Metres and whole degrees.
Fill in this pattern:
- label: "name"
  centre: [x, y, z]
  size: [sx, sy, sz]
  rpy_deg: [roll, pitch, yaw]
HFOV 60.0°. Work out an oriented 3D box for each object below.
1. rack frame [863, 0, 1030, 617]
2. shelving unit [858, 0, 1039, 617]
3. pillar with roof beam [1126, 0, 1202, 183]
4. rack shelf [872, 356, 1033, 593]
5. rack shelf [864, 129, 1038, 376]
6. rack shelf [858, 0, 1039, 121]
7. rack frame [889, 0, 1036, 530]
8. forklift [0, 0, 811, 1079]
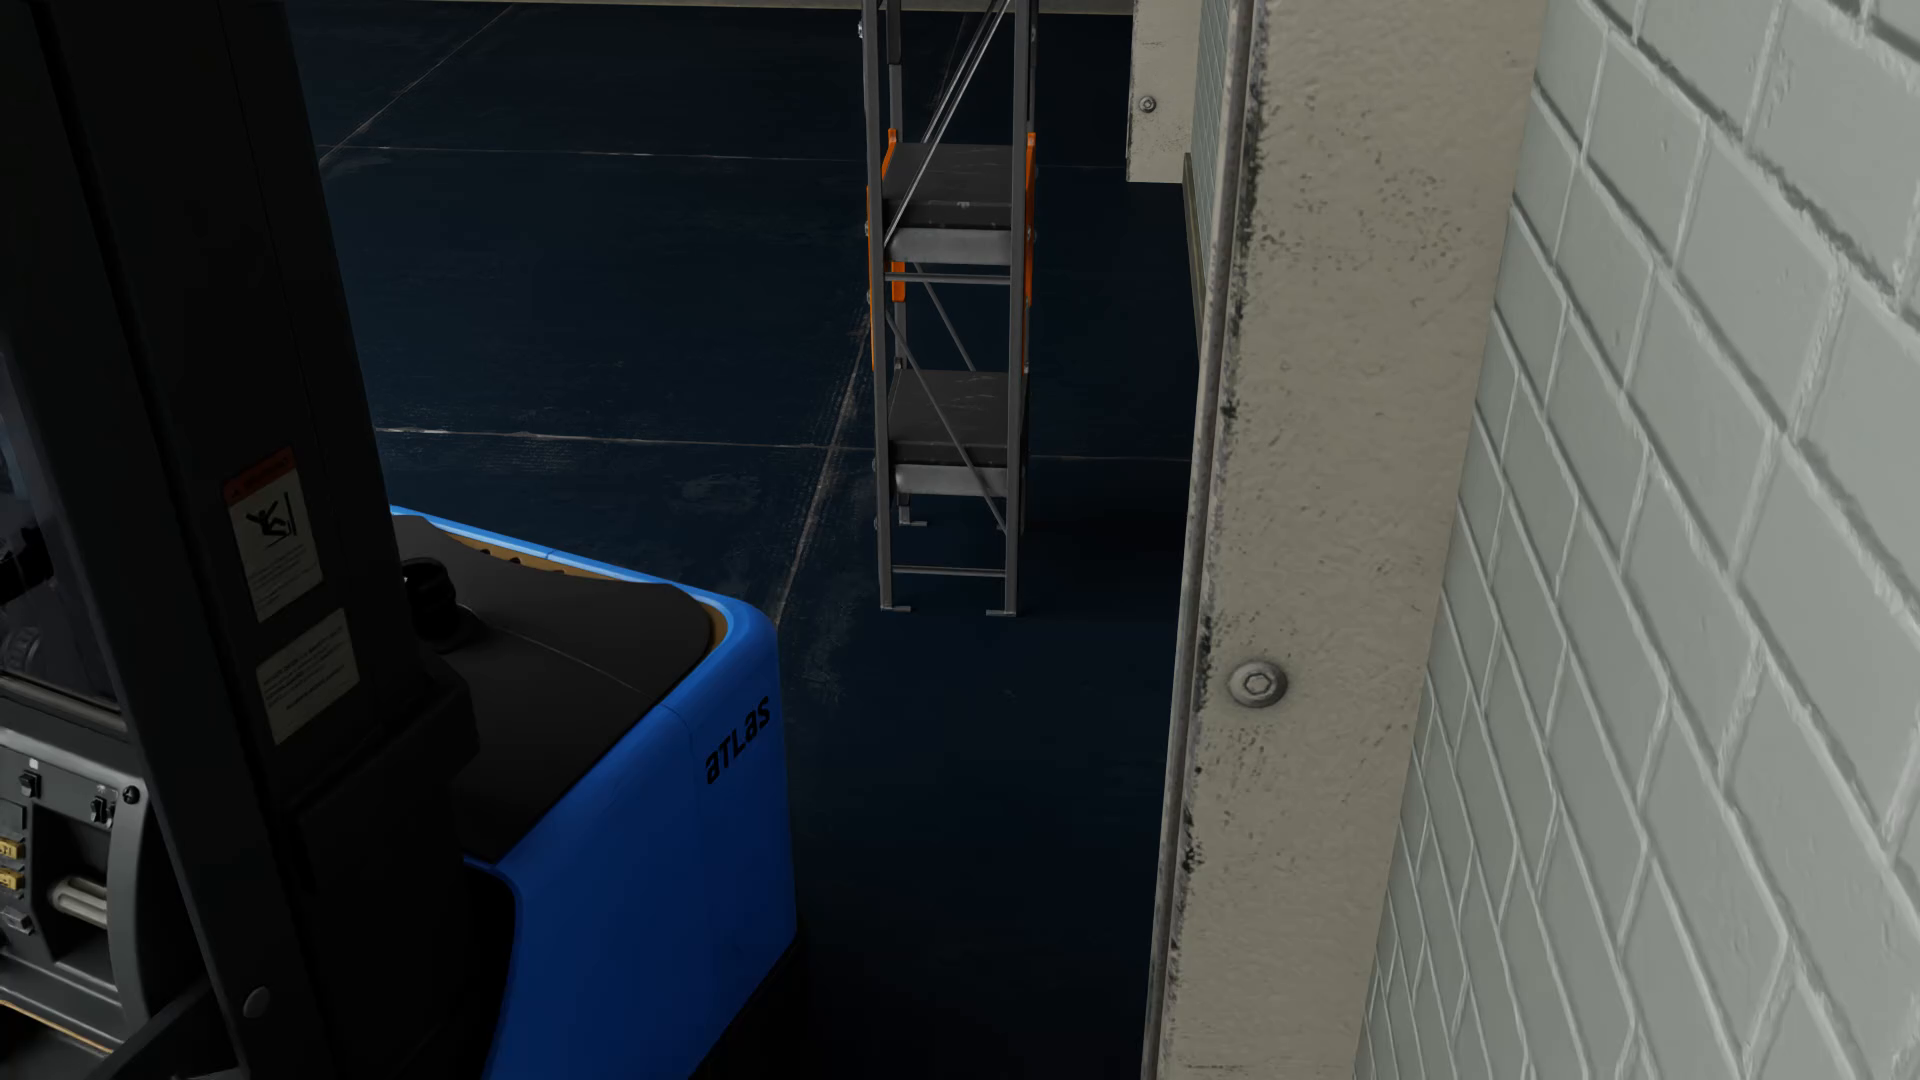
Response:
- label: "rack frame"
  centre: [-0.033, -0.680, 4.352]
  size: [0.400, 2.100, 0.015]
  rpy_deg: [2, 32, 4]
- label: "shelving unit"
  centre: [-0.013, -0.807, 4.559]
  size: [0.431, 2.100, 0.503]
  rpy_deg: [2, 32, 4]
- label: "pillar with roof beam"
  centre: [-3.314, -5.853, 6.170]
  size: [9.100, 9.000, 0.400]
  rpy_deg: [2, 32, 4]
- label: "rack shelf"
  centre: [-0.013, -0.200, 4.933]
  size: [0.431, 0.518, 0.480]
  rpy_deg: [2, 32, 4]
- label: "rack shelf"
  centre: [-0.013, -0.796, 4.566]
  size: [0.431, 0.518, 0.480]
  rpy_deg: [2, 32, 4]
- label: "rack shelf"
  centre: [-0.013, -1.392, 4.199]
  size: [0.431, 0.518, 0.480]
  rpy_deg: [2, 32, 4]
- label: "rack frame"
  centre: [0.006, -0.935, 4.766]
  size: [0.400, 2.100, 0.015]
  rpy_deg: [2, 32, 4]
- label: "forklift"
  centre: [-1.396, 0.382, 1.837]
  size: [1.130, 2.935, 3.031]
  rpy_deg: [14, 34, 21]
